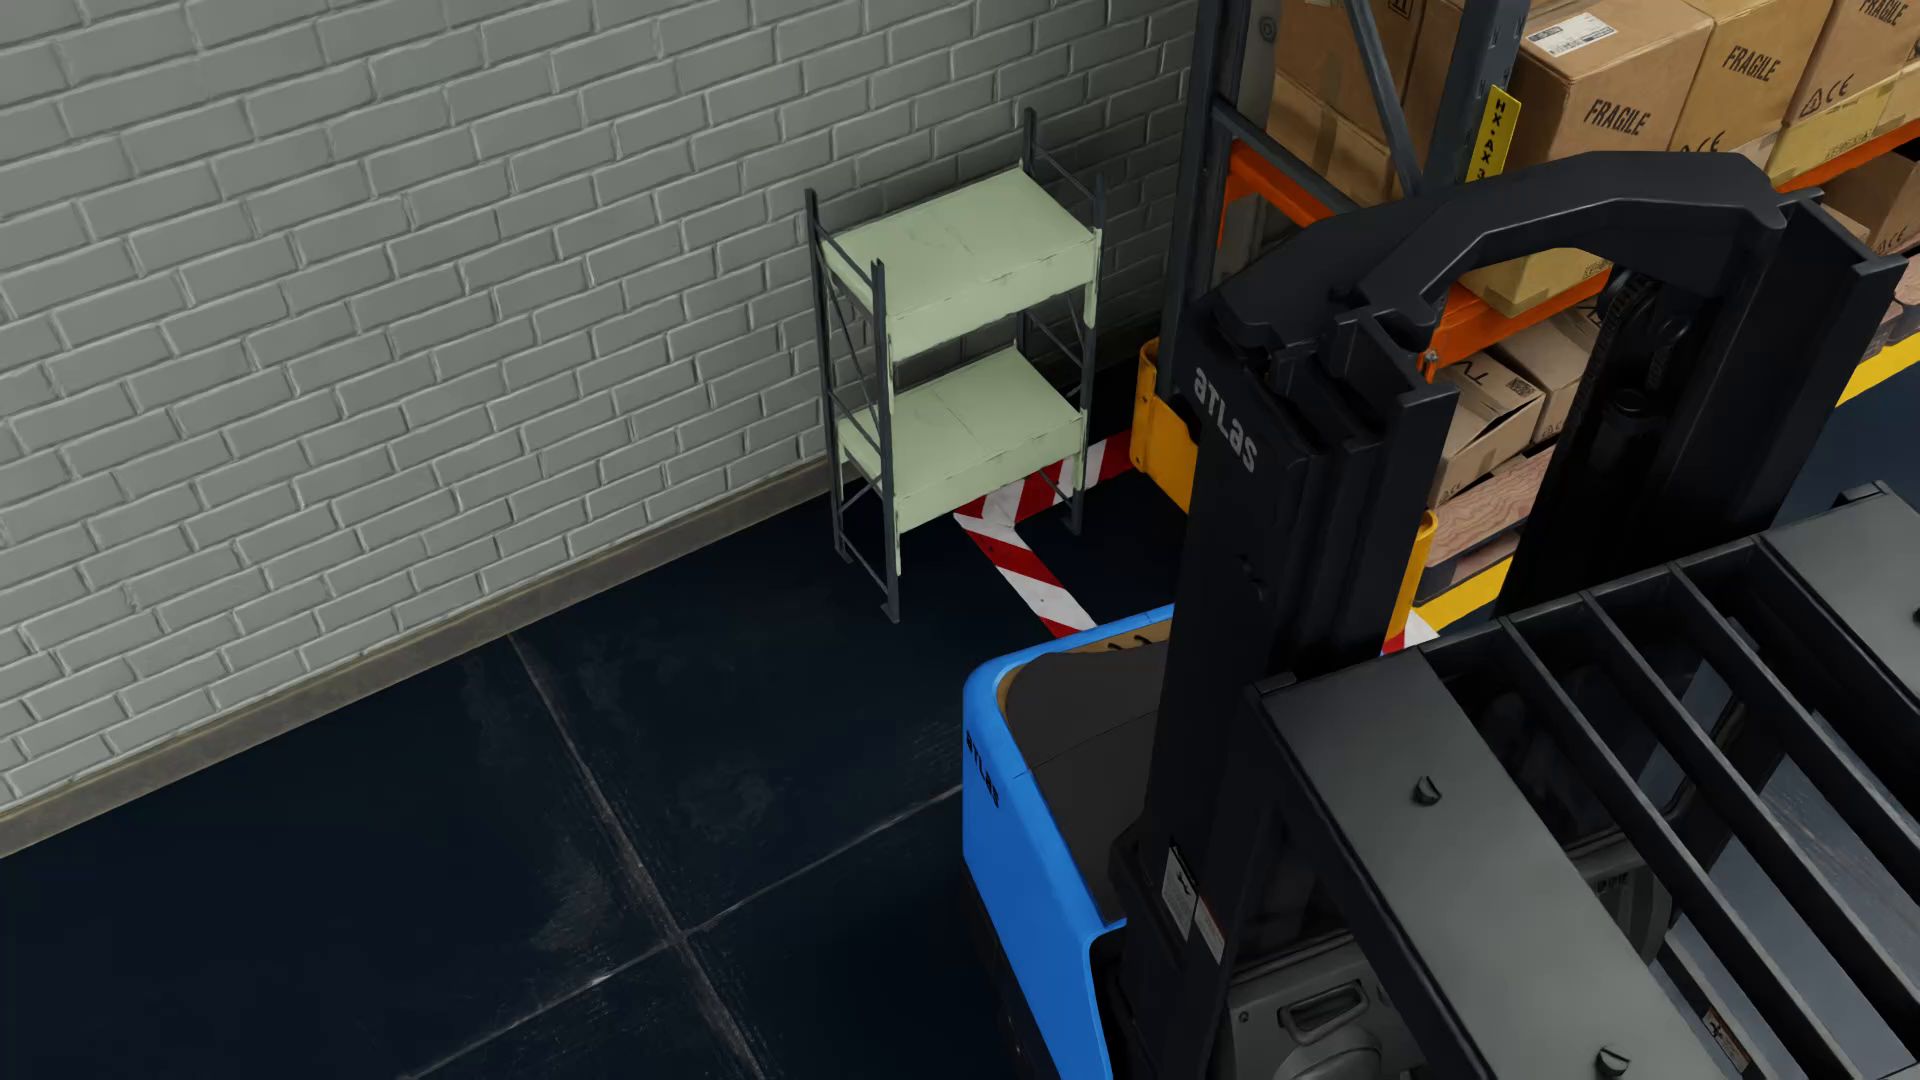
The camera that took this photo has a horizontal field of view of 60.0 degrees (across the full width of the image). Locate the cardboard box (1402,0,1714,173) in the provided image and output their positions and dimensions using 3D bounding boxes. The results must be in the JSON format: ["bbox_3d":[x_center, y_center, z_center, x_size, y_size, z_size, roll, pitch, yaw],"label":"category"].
[{"bbox_3d":[1.544,-1.192,4.388,0.500,0.500,0.500,-25,53,-21],"label":"cardboard box"}]

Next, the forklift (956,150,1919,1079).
[{"bbox_3d":[0.993,0.948,2.943,1.130,2.935,3.031,-16,50,-14],"label":"forklift"}]

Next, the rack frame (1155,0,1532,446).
[{"bbox_3d":[0.980,-0.986,4.619,0.127,3.000,1.000,-25,53,-21],"label":"rack frame"}]

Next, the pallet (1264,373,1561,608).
[{"bbox_3d":[1.750,-0.390,5.956,1.213,0.211,1.003,-25,53,-21],"label":"pallet"}]

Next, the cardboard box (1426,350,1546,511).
[{"bbox_3d":[1.613,-0.456,5.654,0.500,0.311,0.500,-31,55,-25],"label":"cardboard box"}]

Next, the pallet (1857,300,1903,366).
[{"bbox_3d":[2.781,-0.873,6.386,1.213,0.211,1.003,-25,53,-21],"label":"pallet"}]

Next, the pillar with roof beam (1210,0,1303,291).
[{"bbox_3d":[3.407,-1.087,0.692,0.400,9.000,9.100,-25,53,-21],"label":"pillar with roof beam"}]

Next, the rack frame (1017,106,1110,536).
[{"bbox_3d":[0.304,-0.642,5.317,0.023,1.500,0.400,-25,53,-21],"label":"rack frame"}]

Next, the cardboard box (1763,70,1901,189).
[{"bbox_3d":[2.427,-1.351,5.032,0.500,0.250,0.500,-26,53,-21],"label":"cardboard box"}]

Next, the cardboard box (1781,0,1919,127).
[{"bbox_3d":[2.408,-1.585,4.737,0.500,0.500,0.500,-27,54,-22],"label":"cardboard box"}]

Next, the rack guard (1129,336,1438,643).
[{"bbox_3d":[1.044,-0.184,5.580,0.348,0.500,1.175,-25,53,-21],"label":"rack guard"}]

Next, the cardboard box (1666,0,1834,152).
[{"bbox_3d":[1.967,-1.383,4.558,0.500,0.500,0.500,-25,53,-21],"label":"cardboard box"}]

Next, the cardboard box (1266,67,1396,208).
[{"bbox_3d":[1.272,-1.251,4.943,0.500,0.250,0.500,-25,53,-20],"label":"cardboard box"}]

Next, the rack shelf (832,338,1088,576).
[{"bbox_3d":[-0.006,-0.279,5.431,0.720,0.370,0.431,-25,53,-21],"label":"rack shelf"}]

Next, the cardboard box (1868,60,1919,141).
[{"bbox_3d":[2.856,-1.551,5.210,0.500,0.250,0.500,-25,53,-20],"label":"cardboard box"}]

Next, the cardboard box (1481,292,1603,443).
[{"bbox_3d":[2.095,-0.684,5.856,0.500,0.311,0.500,-21,52,-18],"label":"cardboard box"}]

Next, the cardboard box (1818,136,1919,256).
[{"bbox_3d":[3.506,-1.456,6.417,0.500,0.500,0.500,-29,54,-23],"label":"cardboard box"}]

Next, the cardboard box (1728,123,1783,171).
[{"bbox_3d":[1.993,-1.152,4.854,0.500,0.250,0.500,-27,54,-22],"label":"cardboard box"}]

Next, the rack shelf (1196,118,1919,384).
[{"bbox_3d":[2.671,-1.543,5.597,4.000,0.370,1.077,-25,53,-21],"label":"rack shelf"}]

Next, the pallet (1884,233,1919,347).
[{"bbox_3d":[3.814,-1.362,6.822,1.213,0.211,1.003,-25,53,-21],"label":"pallet"}]

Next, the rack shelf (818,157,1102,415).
[{"bbox_3d":[-0.006,-0.756,4.896,0.720,0.370,0.431,-25,53,-21],"label":"rack shelf"}]

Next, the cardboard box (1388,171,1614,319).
[{"bbox_3d":[1.562,-0.936,4.662,0.500,0.250,0.500,-27,54,-22],"label":"cardboard box"}]

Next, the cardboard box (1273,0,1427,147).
[{"bbox_3d":[1.265,-1.514,4.674,0.500,0.500,0.500,-26,53,-21],"label":"cardboard box"}]

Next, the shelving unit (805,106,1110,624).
[{"bbox_3d":[-0.006,-0.496,5.187,0.755,1.500,0.431,-25,53,-21],"label":"shelving unit"}]

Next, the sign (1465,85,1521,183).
[{"bbox_3d":[1.269,-0.931,3.991,0.005,0.325,0.100,-25,53,-21],"label":"sign"}]

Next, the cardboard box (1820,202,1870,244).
[{"bbox_3d":[2.742,-1.007,6.018,0.500,0.500,0.700,-28,54,-23],"label":"cardboard box"}]

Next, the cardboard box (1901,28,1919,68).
[{"bbox_3d":[2.838,-1.798,4.927,0.500,0.500,0.500,-24,52,-20],"label":"cardboard box"}]

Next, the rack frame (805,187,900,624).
[{"bbox_3d":[-0.315,-0.350,5.058,0.023,1.500,0.400,-25,53,-21],"label":"rack frame"}]
